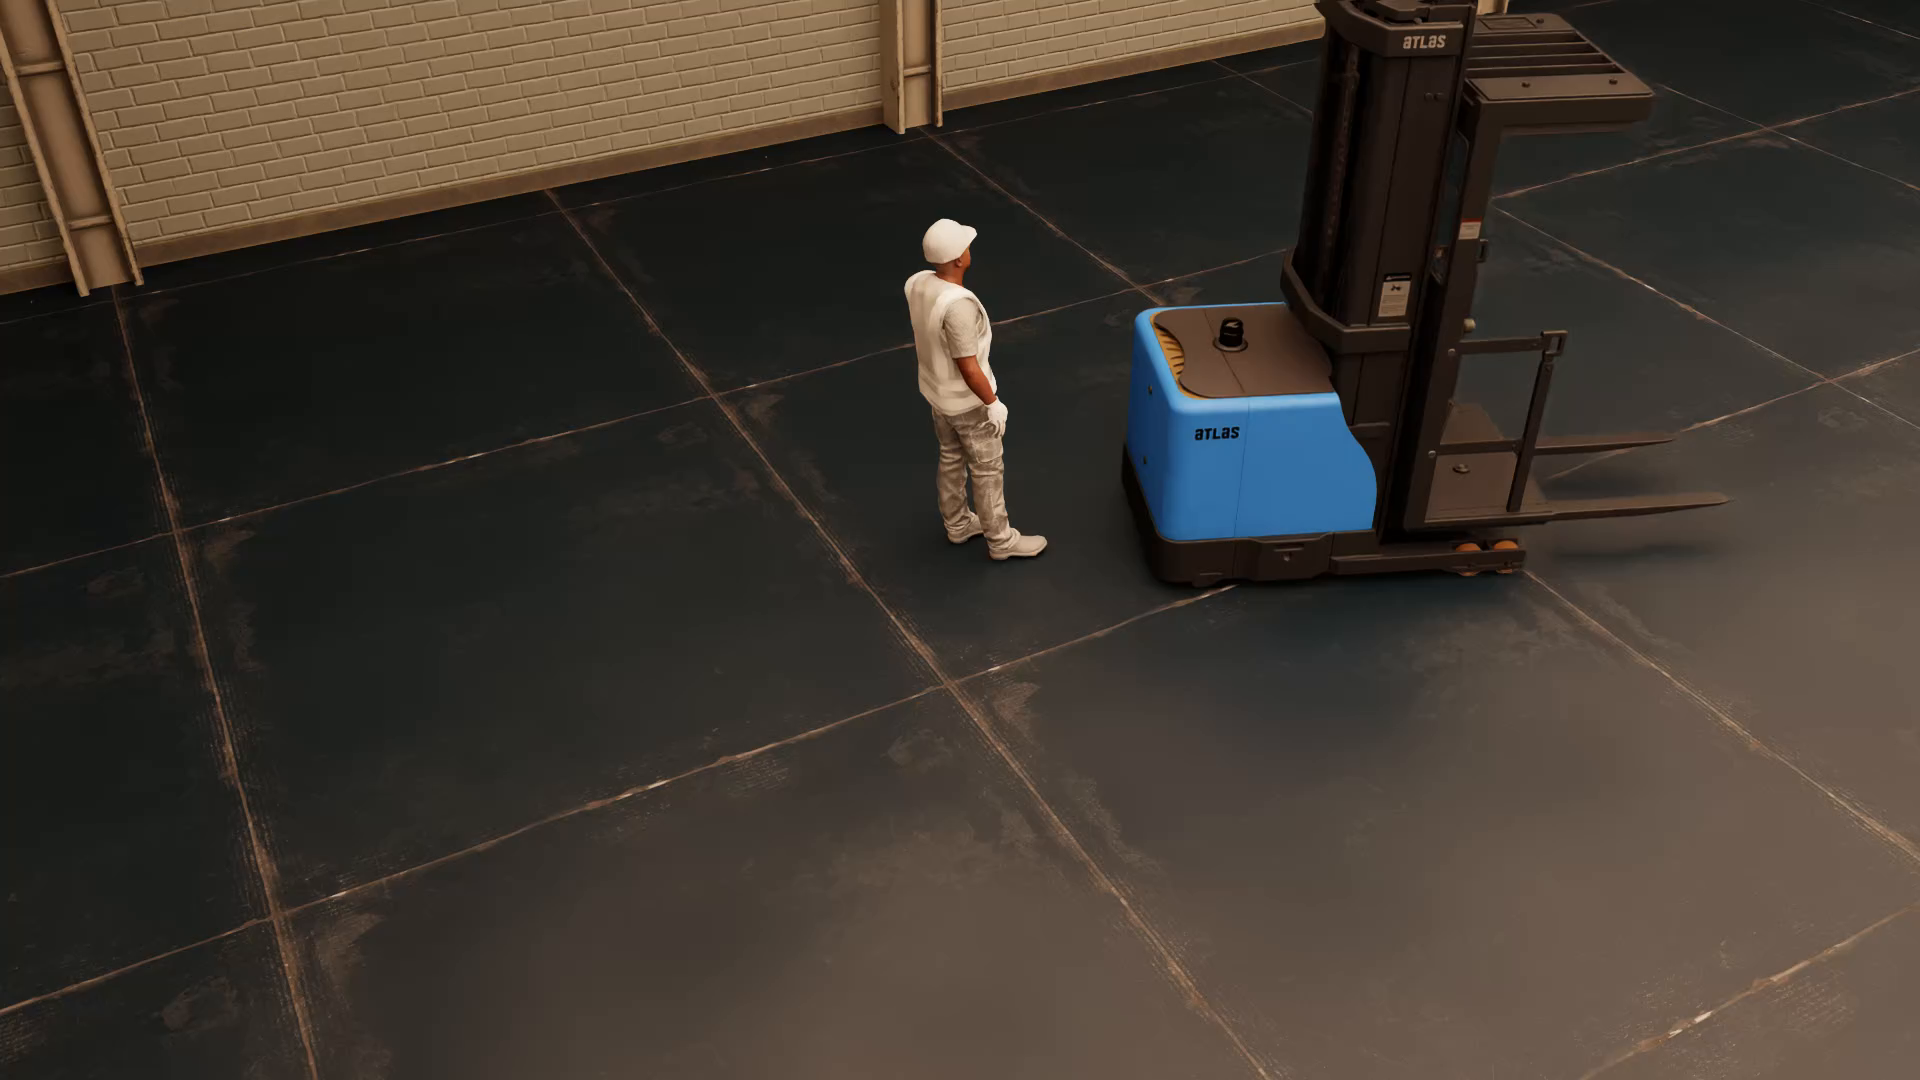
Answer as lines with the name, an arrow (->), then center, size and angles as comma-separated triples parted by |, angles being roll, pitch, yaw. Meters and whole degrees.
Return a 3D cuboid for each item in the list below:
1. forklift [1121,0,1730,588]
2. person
forklift -> 2.425, -1.316, 7.984 | 3.031, 2.935, 1.130 | -4, 35, -5
person -> 0.067, -0.749, 8.164 | 0.577, 1.782, 0.656 | -17, 39, -23
